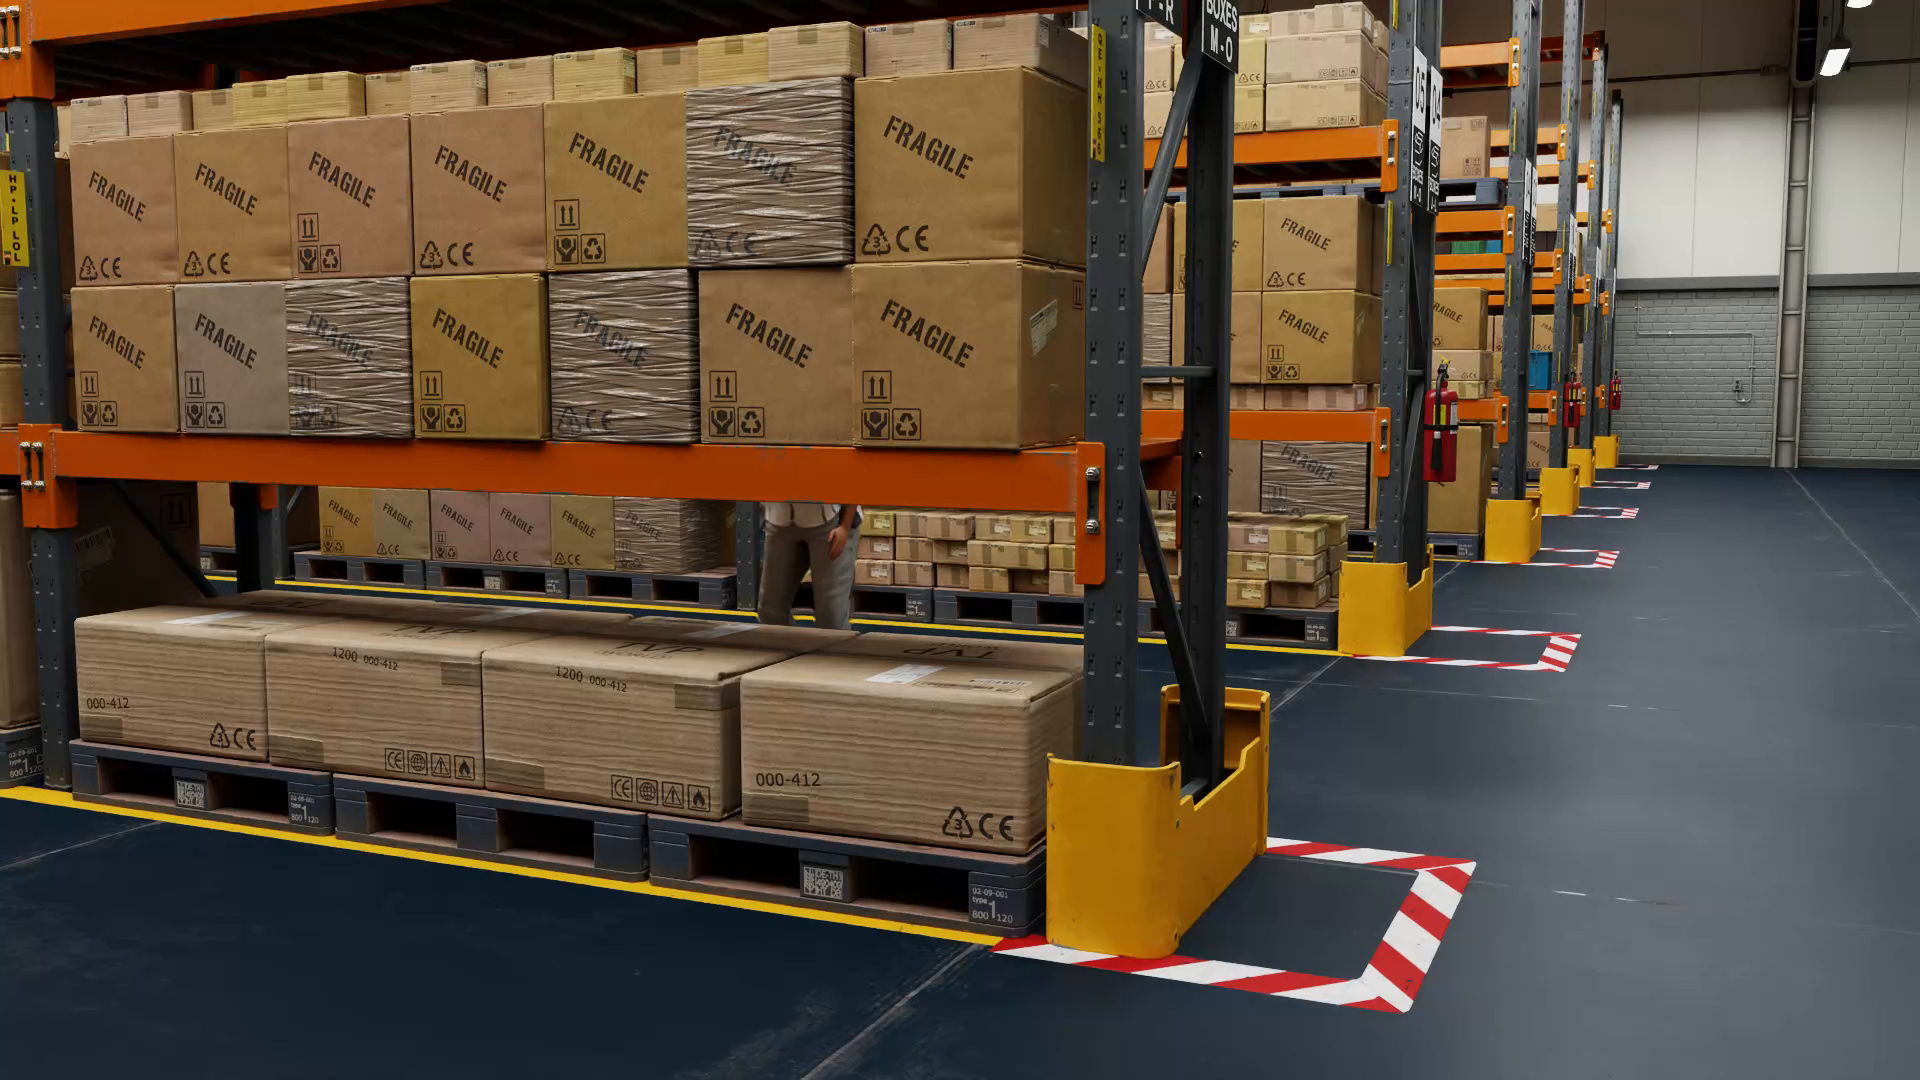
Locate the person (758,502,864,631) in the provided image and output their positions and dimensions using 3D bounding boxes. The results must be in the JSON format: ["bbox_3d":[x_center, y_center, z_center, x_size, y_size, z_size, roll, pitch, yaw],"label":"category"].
[{"bbox_3d":[-0.646,-0.032,7.312,0.489,1.633,0.452,3,6,25],"label":"person"}]
